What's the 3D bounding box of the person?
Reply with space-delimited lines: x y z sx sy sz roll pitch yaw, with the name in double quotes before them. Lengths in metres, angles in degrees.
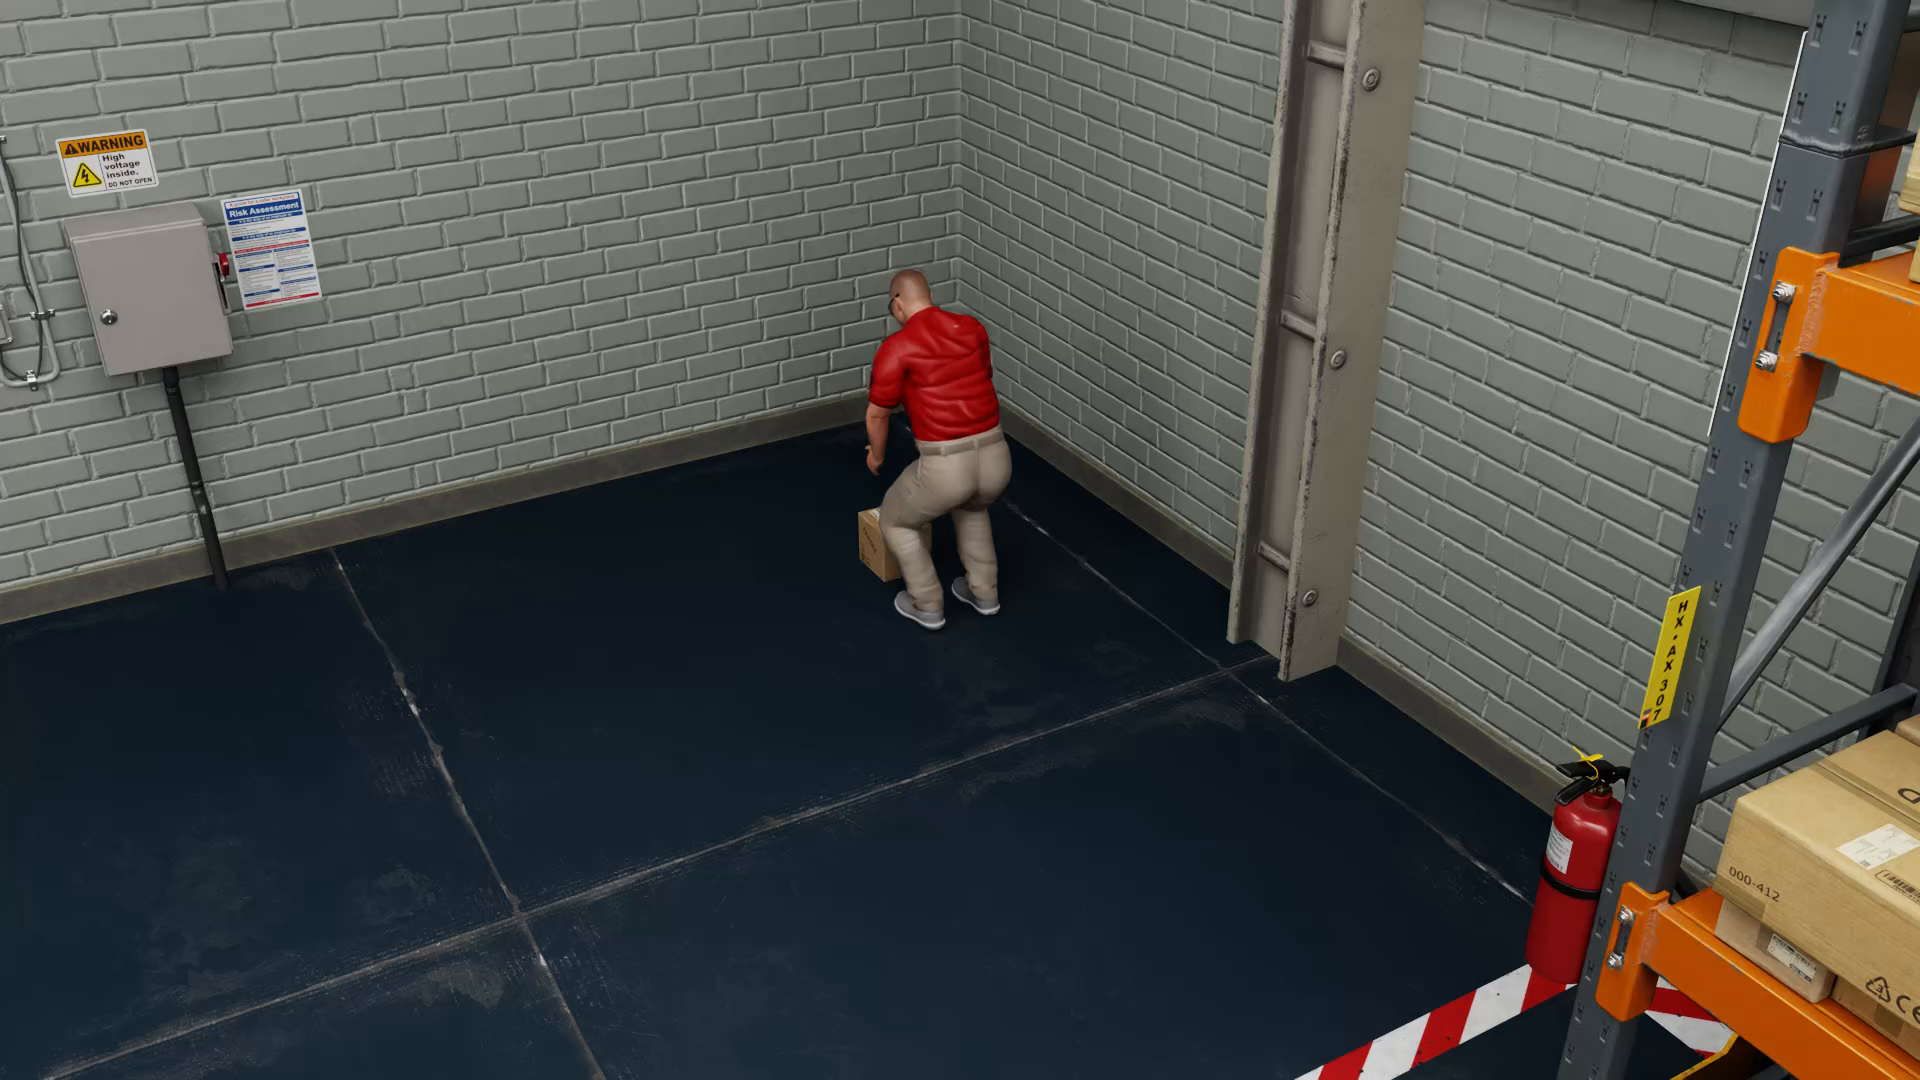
"person" -0.095 -0.352 7.011 0.586 1.519 0.621 -15 32 -26
